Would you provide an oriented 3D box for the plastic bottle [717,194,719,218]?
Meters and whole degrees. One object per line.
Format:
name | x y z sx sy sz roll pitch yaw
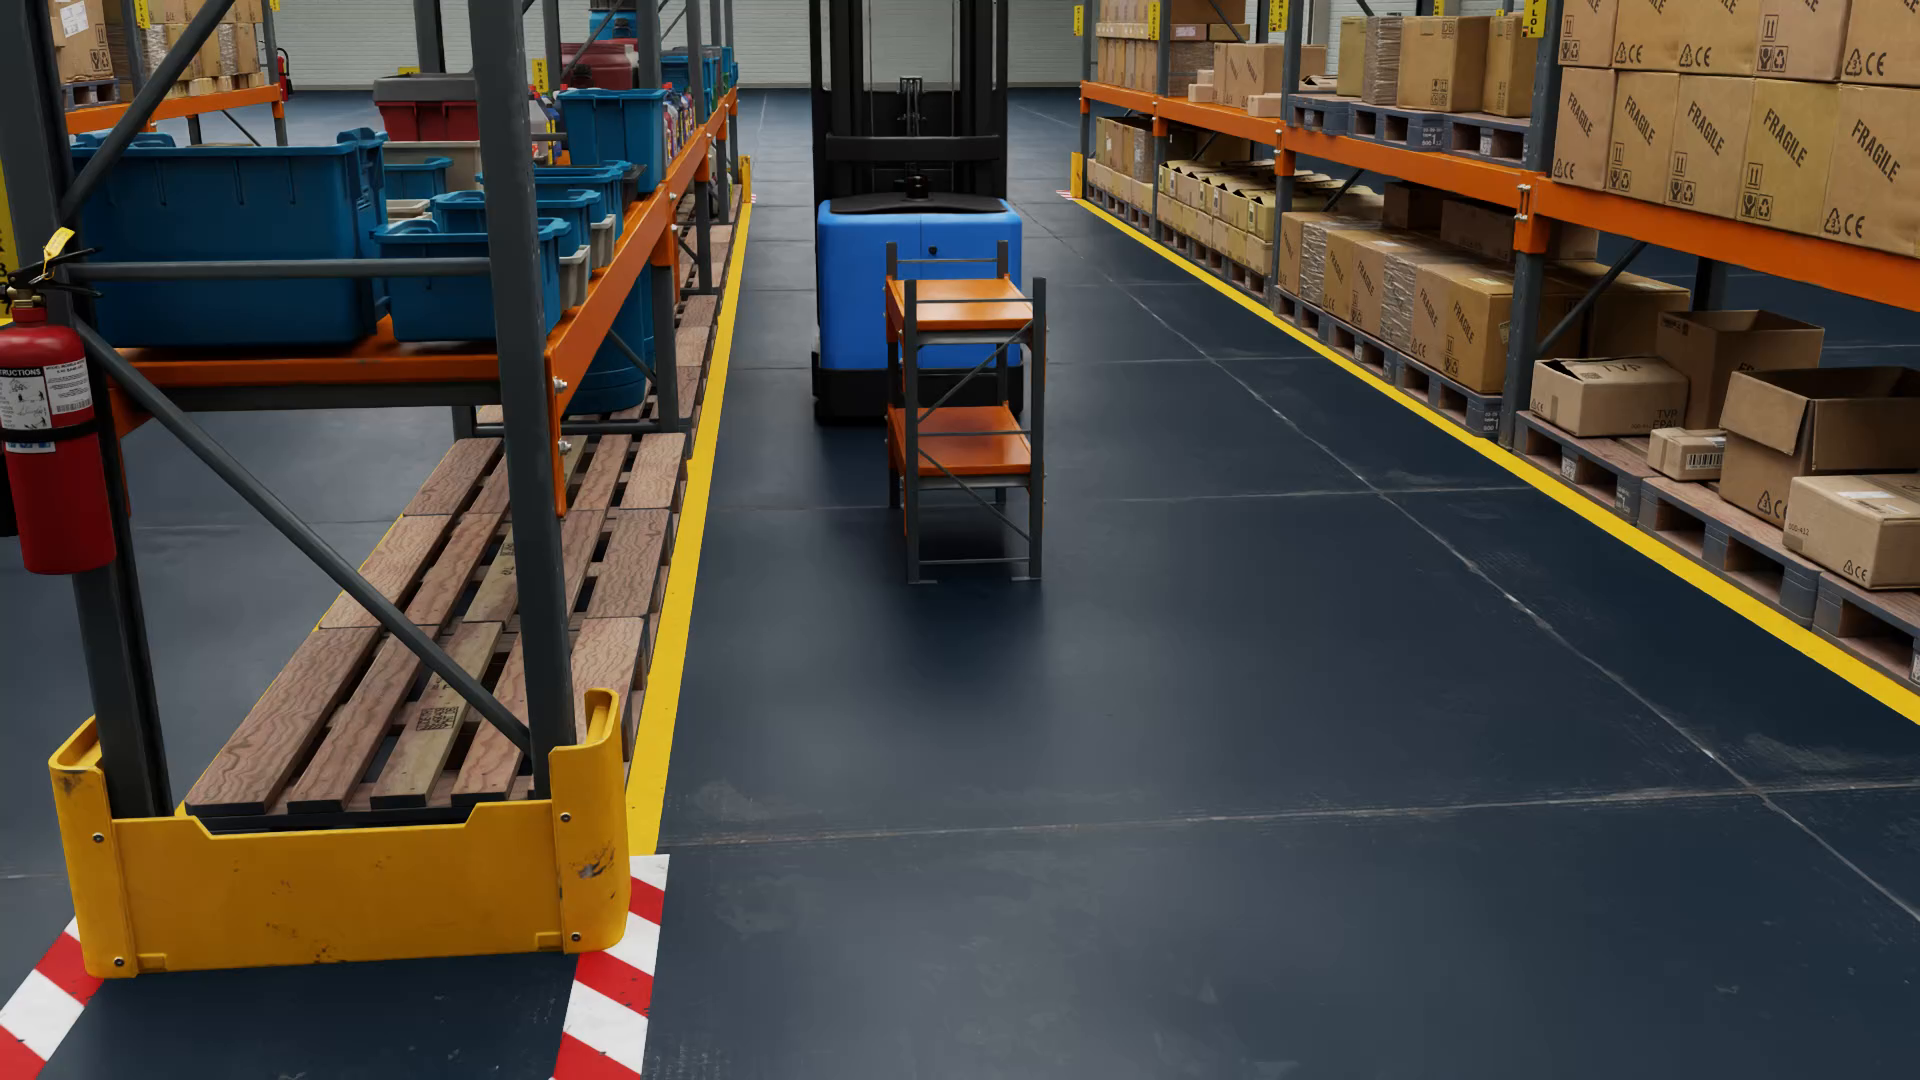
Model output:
plastic bottle | -2.212 -3.140 15.491 0.097 0.271 0.097 0 17 0

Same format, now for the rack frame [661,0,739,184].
rack frame | -3.028 -5.315 18.598 1.000 3.000 0.127 -2 18 -6

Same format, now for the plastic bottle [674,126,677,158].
plastic bottle | -1.539 -2.106 8.708 0.097 0.201 0.097 0 17 0

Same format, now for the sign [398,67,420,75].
sign | -2.337 -1.855 7.117 0.100 0.325 0.005 -2 18 -6

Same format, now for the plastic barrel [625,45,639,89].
plastic barrel | -2.521 -3.285 11.945 0.421 0.512 0.421 0 17 0

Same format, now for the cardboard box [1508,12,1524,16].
cardboard box | 6.577 -5.765 18.998 0.500 0.500 0.500 -2 18 -6

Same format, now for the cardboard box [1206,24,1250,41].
cardboard box | 2.477 -4.718 15.448 0.380 0.149 0.250 -2 18 -6

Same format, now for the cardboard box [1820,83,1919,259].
cardboard box | 3.130 -1.176 5.248 0.500 0.500 0.500 -2 18 -5

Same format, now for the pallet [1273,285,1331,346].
pallet | 2.764 -1.529 11.196 1.003 0.211 1.213 -2 18 -6

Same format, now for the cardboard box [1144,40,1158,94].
cardboard box | 2.199 -4.612 16.192 0.700 0.500 0.500 -2 18 -6

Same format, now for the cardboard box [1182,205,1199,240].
cardboard box | 2.215 -2.729 14.252 0.500 0.250 0.500 -2 18 -7

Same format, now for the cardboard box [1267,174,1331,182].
cardboard box | 2.796 -2.866 13.751 0.500 0.311 0.500 -2 18 -6

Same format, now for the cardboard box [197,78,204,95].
cardboard box | -7.418 -4.295 15.770 0.380 0.149 0.250 -2 18 -6

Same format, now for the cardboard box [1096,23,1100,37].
cardboard box | 1.726 -5.700 18.577 0.380 0.149 0.250 -2 18 -6

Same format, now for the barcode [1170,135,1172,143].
barcode | 1.924 -3.662 15.168 0.001 0.075 0.075 -2 18 -6

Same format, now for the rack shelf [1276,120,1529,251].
rack shelf | 2.931 -2.144 9.700 1.077 0.370 4.000 -2 18 -6

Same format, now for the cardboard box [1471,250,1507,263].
cardboard box | 3.220 -1.368 9.466 0.500 0.500 0.500 -2 17 -5

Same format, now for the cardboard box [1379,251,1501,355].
cardboard box | 2.707 -1.344 9.389 0.500 0.500 0.500 -2 17 -5

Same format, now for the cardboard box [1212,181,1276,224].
cardboard box | 2.316 -2.693 13.200 0.500 0.311 0.500 -2 18 -6

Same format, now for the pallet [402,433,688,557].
pallet | -1.676 -0.191 6.934 1.003 0.211 1.213 -2 18 -6

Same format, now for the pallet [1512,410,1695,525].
pallet | 3.207 -0.356 7.460 1.003 0.211 1.213 -2 18 -6

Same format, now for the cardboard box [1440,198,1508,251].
cardboard box | 3.174 -1.866 9.799 0.500 0.250 0.500 -2 18 -7

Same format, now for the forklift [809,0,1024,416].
forklift | -0.298 -2.417 9.483 1.130 2.935 3.031 -1 17 -4

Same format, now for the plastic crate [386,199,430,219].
plastic crate | -1.759 -0.945 5.019 0.298 0.136 0.250 -2 18 -6

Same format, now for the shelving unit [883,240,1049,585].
shelving unit | 0.001 -0.535 6.502 0.538 1.125 1.048 -2 18 -6

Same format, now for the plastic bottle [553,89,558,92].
plastic bottle | -2.491 -2.637 10.265 0.061 0.283 0.133 -2 18 -6

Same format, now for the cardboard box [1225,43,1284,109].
cardboard box | 2.481 -3.787 13.566 0.500 0.500 0.500 -2 18 -6

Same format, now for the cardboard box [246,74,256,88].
cardboard box | -7.617 -4.816 17.429 0.380 0.149 0.250 -2 18 -6

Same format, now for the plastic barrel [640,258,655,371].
plastic barrel | -1.902 -1.312 8.652 0.600 0.901 0.708 -2 18 -6

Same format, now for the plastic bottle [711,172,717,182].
plastic bottle | -2.509 -3.616 16.987 0.061 0.283 0.133 -2 18 -6

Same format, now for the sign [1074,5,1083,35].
sign | 1.347 -5.902 18.892 0.100 0.325 0.005 -2 18 -6

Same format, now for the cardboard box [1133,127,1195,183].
cardboard box | 2.007 -3.802 16.417 0.500 0.500 0.500 -2 18 -6

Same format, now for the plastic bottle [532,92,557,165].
plastic bottle | -2.086 -2.039 8.248 0.144 0.351 0.185 -2 18 -6

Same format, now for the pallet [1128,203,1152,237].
pallet | 2.272 -3.183 16.463 1.003 0.211 1.213 -2 18 -6

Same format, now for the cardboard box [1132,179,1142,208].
cardboard box | 2.005 -3.444 16.529 0.500 0.250 0.500 -2 18 -6

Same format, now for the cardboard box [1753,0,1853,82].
cardboard box | 3.067 -1.807 5.587 0.500 0.500 0.500 -1 17 -4

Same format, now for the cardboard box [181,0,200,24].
cardboard box | -7.439 -5.077 15.507 0.500 0.500 0.500 -2 18 -6

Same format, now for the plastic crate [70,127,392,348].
plastic crate | -1.598 -0.687 3.700 0.616 0.435 0.499 -2 18 -6

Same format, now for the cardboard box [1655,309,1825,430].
cardboard box | 3.478 -0.748 7.490 0.500 0.500 0.500 -2 18 -6

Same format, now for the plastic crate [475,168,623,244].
plastic crate | -1.211 -0.973 4.947 0.416 0.233 0.300 -2 18 -6

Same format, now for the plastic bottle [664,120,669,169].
plastic bottle | -1.496 -1.939 8.053 0.152 0.276 0.135 -2 18 -6

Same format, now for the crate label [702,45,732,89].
crate label | -2.569 -4.792 16.873 0.502 0.435 0.616 -2 18 -6

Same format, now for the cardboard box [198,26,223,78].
cardboard box | -7.705 -4.742 16.110 0.875 0.500 0.500 -2 18 -6

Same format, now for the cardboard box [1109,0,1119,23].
cardboard box | 2.000 -5.822 17.880 0.700 0.500 0.500 -2 18 -7

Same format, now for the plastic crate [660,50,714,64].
plastic crate | -2.065 -3.453 12.561 0.402 0.464 0.583 -2 18 -6

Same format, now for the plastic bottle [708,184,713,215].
plastic bottle | -2.378 -3.238 15.782 0.061 0.283 0.133 -2 18 -6

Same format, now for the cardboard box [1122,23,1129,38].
cardboard box | 1.884 -5.242 17.118 0.380 0.149 0.250 -2 18 -5

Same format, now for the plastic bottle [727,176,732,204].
plastic bottle | -2.349 -3.505 16.523 0.144 0.351 0.185 -2 18 -6

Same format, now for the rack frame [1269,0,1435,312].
rack frame | 2.725 -3.083 11.490 1.000 3.000 0.127 -2 18 -6

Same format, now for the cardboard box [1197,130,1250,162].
cardboard box | 2.576 -3.669 15.994 0.500 0.500 0.500 -2 18 -6

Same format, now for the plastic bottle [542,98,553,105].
plastic bottle | -2.336 -2.320 9.267 0.152 0.276 0.135 -2 18 -6

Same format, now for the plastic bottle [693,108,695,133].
plastic bottle | -1.743 -2.694 10.583 0.097 0.201 0.097 0 17 0

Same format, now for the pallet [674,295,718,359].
pallet | -2.080 -1.367 10.680 1.003 0.211 1.213 -2 18 -6

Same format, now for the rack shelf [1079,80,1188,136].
rack shelf | 2.106 -4.528 17.292 1.077 0.370 4.000 -2 18 -6

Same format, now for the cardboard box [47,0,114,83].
cardboard box | -7.599 -4.216 13.395 1.000 1.000 1.000 -2 18 -5
